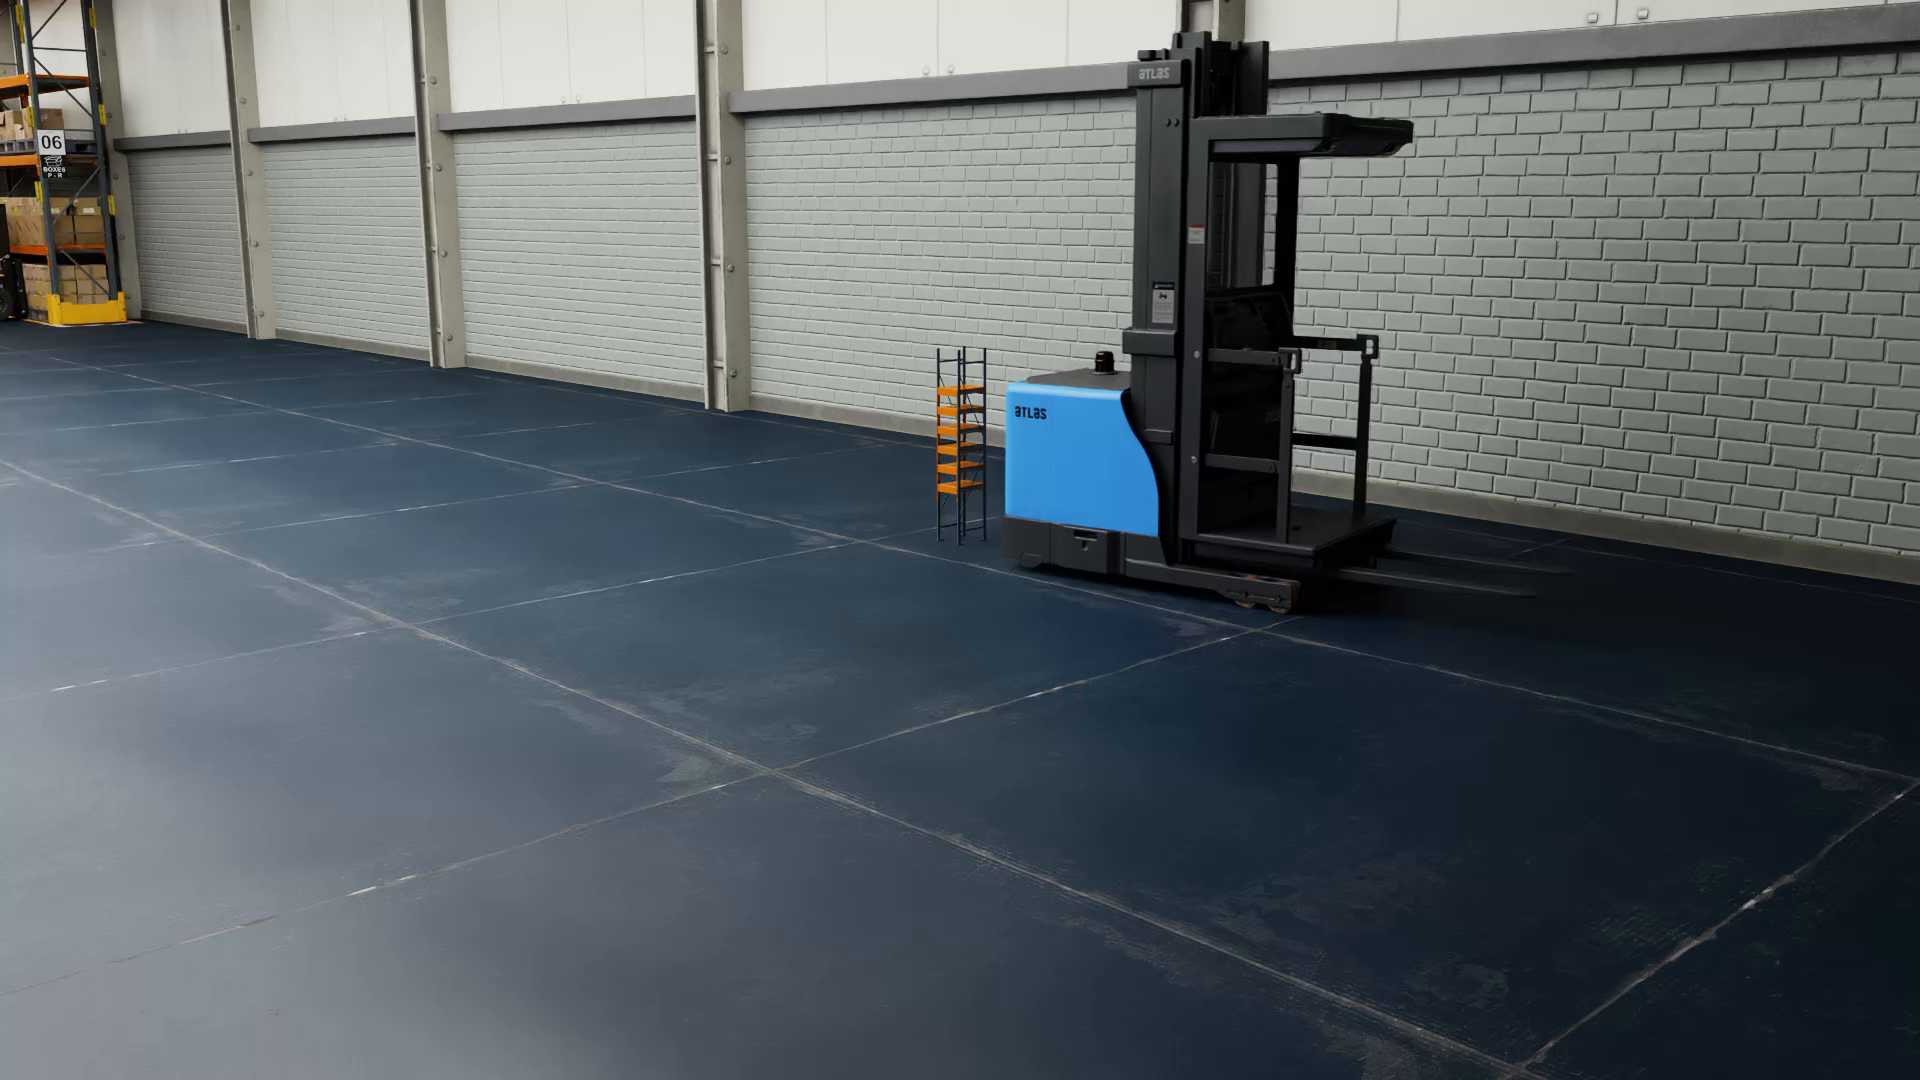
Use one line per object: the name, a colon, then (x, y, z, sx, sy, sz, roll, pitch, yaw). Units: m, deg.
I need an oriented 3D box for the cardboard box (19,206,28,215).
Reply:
cardboard box: (-16.105, -5.727, 28.920, 0.250, 0.149, 0.380, 11, 16, 43)

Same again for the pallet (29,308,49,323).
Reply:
pallet: (-15.507, -3.939, 29.007, 1.003, 0.211, 1.213, -11, 16, -43)

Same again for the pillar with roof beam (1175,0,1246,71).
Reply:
pillar with roof beam: (-1.317, -4.262, 8.797, 9.100, 9.000, 0.400, -11, 16, -43)

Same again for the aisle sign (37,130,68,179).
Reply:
aisle sign: (-15.116, -6.422, 27.705, 0.394, 0.787, 0.004, -11, 16, -43)

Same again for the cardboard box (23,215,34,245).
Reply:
cardboard box: (-15.830, -5.360, 28.747, 0.500, 0.500, 0.500, -10, 15, -41)

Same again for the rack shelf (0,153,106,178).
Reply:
rack shelf: (-16.330, -6.608, 29.399, 1.077, 0.370, 4.000, -11, 16, -43)

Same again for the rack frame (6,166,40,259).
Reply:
rack frame: (-17.711, -5.783, 31.046, 1.000, 3.000, 0.127, -11, 16, -43)

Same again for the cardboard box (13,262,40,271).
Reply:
cardboard box: (-16.549, -4.792, 29.534, 0.500, 0.250, 0.500, -11, 16, -44)

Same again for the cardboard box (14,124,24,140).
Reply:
cardboard box: (-15.916, -6.973, 28.432, 0.396, 0.266, 0.258, -11, 16, -42)

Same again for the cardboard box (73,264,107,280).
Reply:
cardboard box: (-15.144, -4.644, 28.815, 0.500, 0.250, 0.500, -11, 16, -43)

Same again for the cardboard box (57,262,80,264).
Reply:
cardboard box: (-15.829, -4.791, 29.528, 0.500, 0.250, 0.500, -11, 16, -43)

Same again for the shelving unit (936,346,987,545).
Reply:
shelving unit: (0.010, -0.586, 10.280, 0.258, 1.200, 0.189, -11, 16, -43)

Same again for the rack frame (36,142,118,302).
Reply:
rack frame: (-14.949, -5.199, 28.212, 1.000, 3.000, 0.127, -11, 16, -43)

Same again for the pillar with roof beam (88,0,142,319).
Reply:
pillar with roof beam: (-17.891, -7.765, 25.798, 9.100, 9.000, 0.400, -11, 16, -43)

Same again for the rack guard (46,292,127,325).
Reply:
rack guard: (-14.932, -3.971, 28.448, 1.175, 0.500, 0.348, -11, 16, -43)

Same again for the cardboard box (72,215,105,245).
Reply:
cardboard box: (-15.090, -5.359, 28.741, 0.500, 0.500, 0.500, -10, 15, -41)

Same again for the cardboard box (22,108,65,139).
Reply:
cardboard box: (-15.431, -7.002, 27.996, 0.500, 0.500, 0.500, -10, 15, -41)

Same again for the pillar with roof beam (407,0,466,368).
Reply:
pillar with roof beam: (-9.604, -6.013, 17.298, 9.100, 9.000, 0.400, -11, 16, -43)

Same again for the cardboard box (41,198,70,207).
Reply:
cardboard box: (-15.348, -5.734, 28.218, 0.380, 0.149, 0.250, -11, 16, -42)

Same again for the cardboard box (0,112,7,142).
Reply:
cardboard box: (-16.442, -7.258, 29.229, 0.797, 0.503, 0.637, -10, 15, -41)

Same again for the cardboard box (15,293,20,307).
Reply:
cardboard box: (-16.552, -4.303, 29.639, 0.500, 0.250, 0.500, -10, 15, -41)

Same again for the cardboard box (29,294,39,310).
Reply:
cardboard box: (-15.838, -4.156, 28.925, 0.500, 0.250, 0.500, -11, 16, -43)

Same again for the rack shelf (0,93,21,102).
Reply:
rack shelf: (-19.092, -8.465, 31.970, 1.077, 0.370, 4.000, -11, 16, -43)

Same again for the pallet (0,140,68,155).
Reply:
pallet: (-16.265, -6.910, 29.301, 1.003, 0.211, 1.213, -11, 16, -43)

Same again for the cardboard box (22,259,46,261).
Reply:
cardboard box: (-17.231, -5.087, 30.962, 0.500, 0.250, 0.500, -10, 16, -41)

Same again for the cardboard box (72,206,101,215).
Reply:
cardboard box: (-14.995, -5.651, 28.553, 0.250, 0.149, 0.380, 11, 16, 44)

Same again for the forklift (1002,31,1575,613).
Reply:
forklift: (1.735, -1.180, 8.877, 3.031, 2.935, 1.130, 8, 14, 35)

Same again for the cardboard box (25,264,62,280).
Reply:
cardboard box: (-15.849, -4.645, 28.820, 0.500, 0.250, 0.500, -11, 16, -42)

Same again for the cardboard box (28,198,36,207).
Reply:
cardboard box: (-15.741, -5.800, 28.539, 0.380, 0.149, 0.250, -10, 16, -41)

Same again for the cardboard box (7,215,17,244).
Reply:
cardboard box: (-16.539, -5.507, 29.459, 0.500, 0.500, 0.500, -11, 16, -42)

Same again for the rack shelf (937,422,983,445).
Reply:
rack shelf: (0.010, -0.660, 10.265, 0.258, 0.103, 0.180, -11, 16, -43)

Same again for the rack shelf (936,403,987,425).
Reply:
rack shelf: (0.010, -0.777, 10.241, 0.258, 0.103, 0.180, -11, 16, -43)

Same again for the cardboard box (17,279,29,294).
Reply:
cardboard box: (-16.221, -4.477, 29.244, 0.500, 0.250, 0.500, -11, 16, -44)

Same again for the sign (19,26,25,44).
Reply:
sign: (-17.293, -9.330, 30.688, 0.100, 0.325, 0.005, -11, 16, -43)

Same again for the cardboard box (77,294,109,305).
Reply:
cardboard box: (-15.146, -4.157, 28.928, 0.500, 0.250, 0.500, -11, 16, -42)

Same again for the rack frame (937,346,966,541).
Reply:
rack frame: (-0.053, -0.599, 10.345, 0.240, 1.200, 0.006, -11, 16, -43)

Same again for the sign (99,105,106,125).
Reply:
sign: (-14.543, -7.211, 28.185, 0.100, 0.325, 0.005, -11, 16, -43)

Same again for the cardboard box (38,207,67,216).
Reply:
cardboard box: (-15.391, -5.577, 28.193, 0.380, 0.149, 0.250, -11, 16, -42)

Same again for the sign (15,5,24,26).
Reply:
sign: (-15.351, -8.560, 27.148, 0.100, 0.325, 0.005, -11, 16, -43)

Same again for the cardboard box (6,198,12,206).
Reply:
cardboard box: (-16.758, -6.030, 29.655, 0.380, 0.149, 0.250, -11, 16, -43)

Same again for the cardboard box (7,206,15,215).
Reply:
cardboard box: (-16.628, -5.838, 29.458, 0.380, 0.149, 0.250, -11, 16, -44)

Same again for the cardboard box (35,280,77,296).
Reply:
cardboard box: (-15.511, -4.330, 28.530, 0.500, 0.250, 0.500, -11, 16, -43)

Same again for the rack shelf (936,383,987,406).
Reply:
rack shelf: (0.010, -0.895, 10.216, 0.258, 0.103, 0.180, -11, 16, -43)

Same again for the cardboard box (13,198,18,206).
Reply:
cardboard box: (-16.302, -5.907, 29.054, 0.380, 0.149, 0.250, -10, 16, -41)
